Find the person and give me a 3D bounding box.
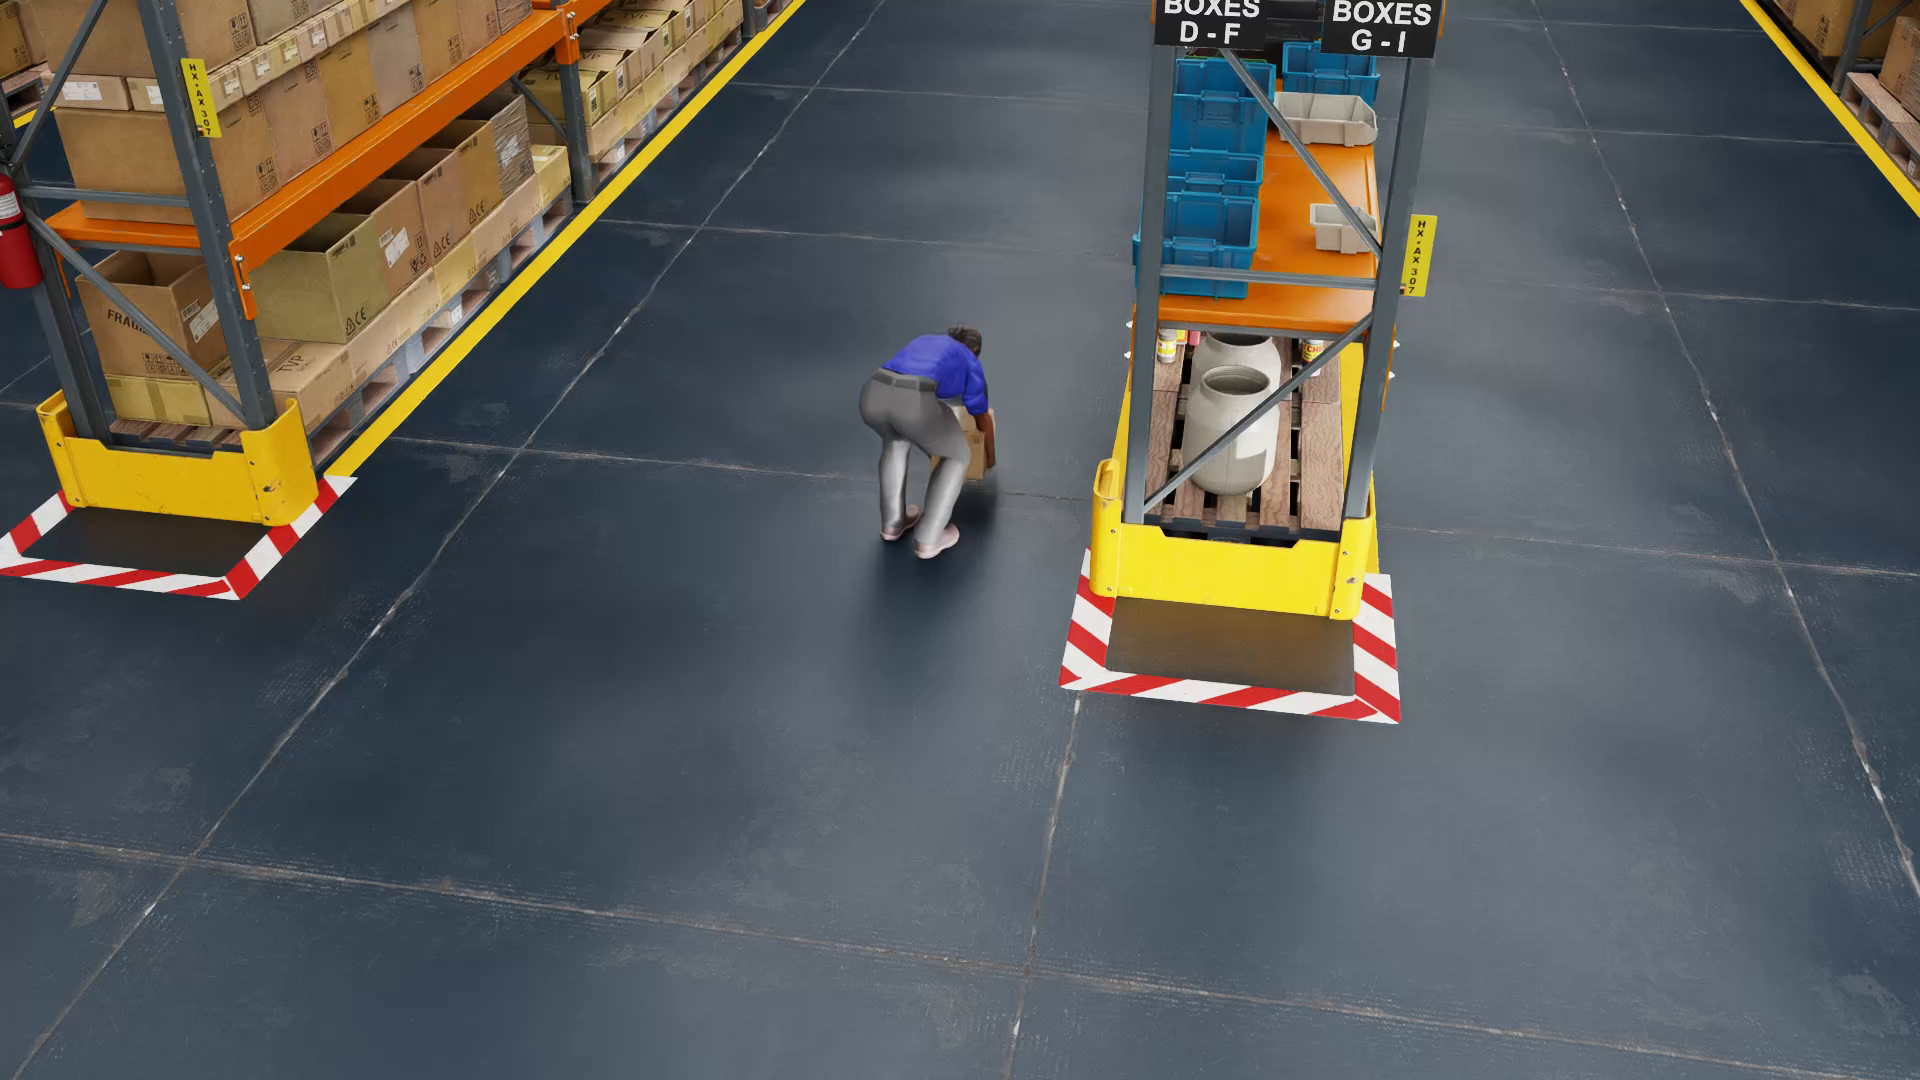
[{"bbox_3d":[-0.122,-0.483,7.569,0.437,0.937,0.874,15,36,22],"label":"person"}]
